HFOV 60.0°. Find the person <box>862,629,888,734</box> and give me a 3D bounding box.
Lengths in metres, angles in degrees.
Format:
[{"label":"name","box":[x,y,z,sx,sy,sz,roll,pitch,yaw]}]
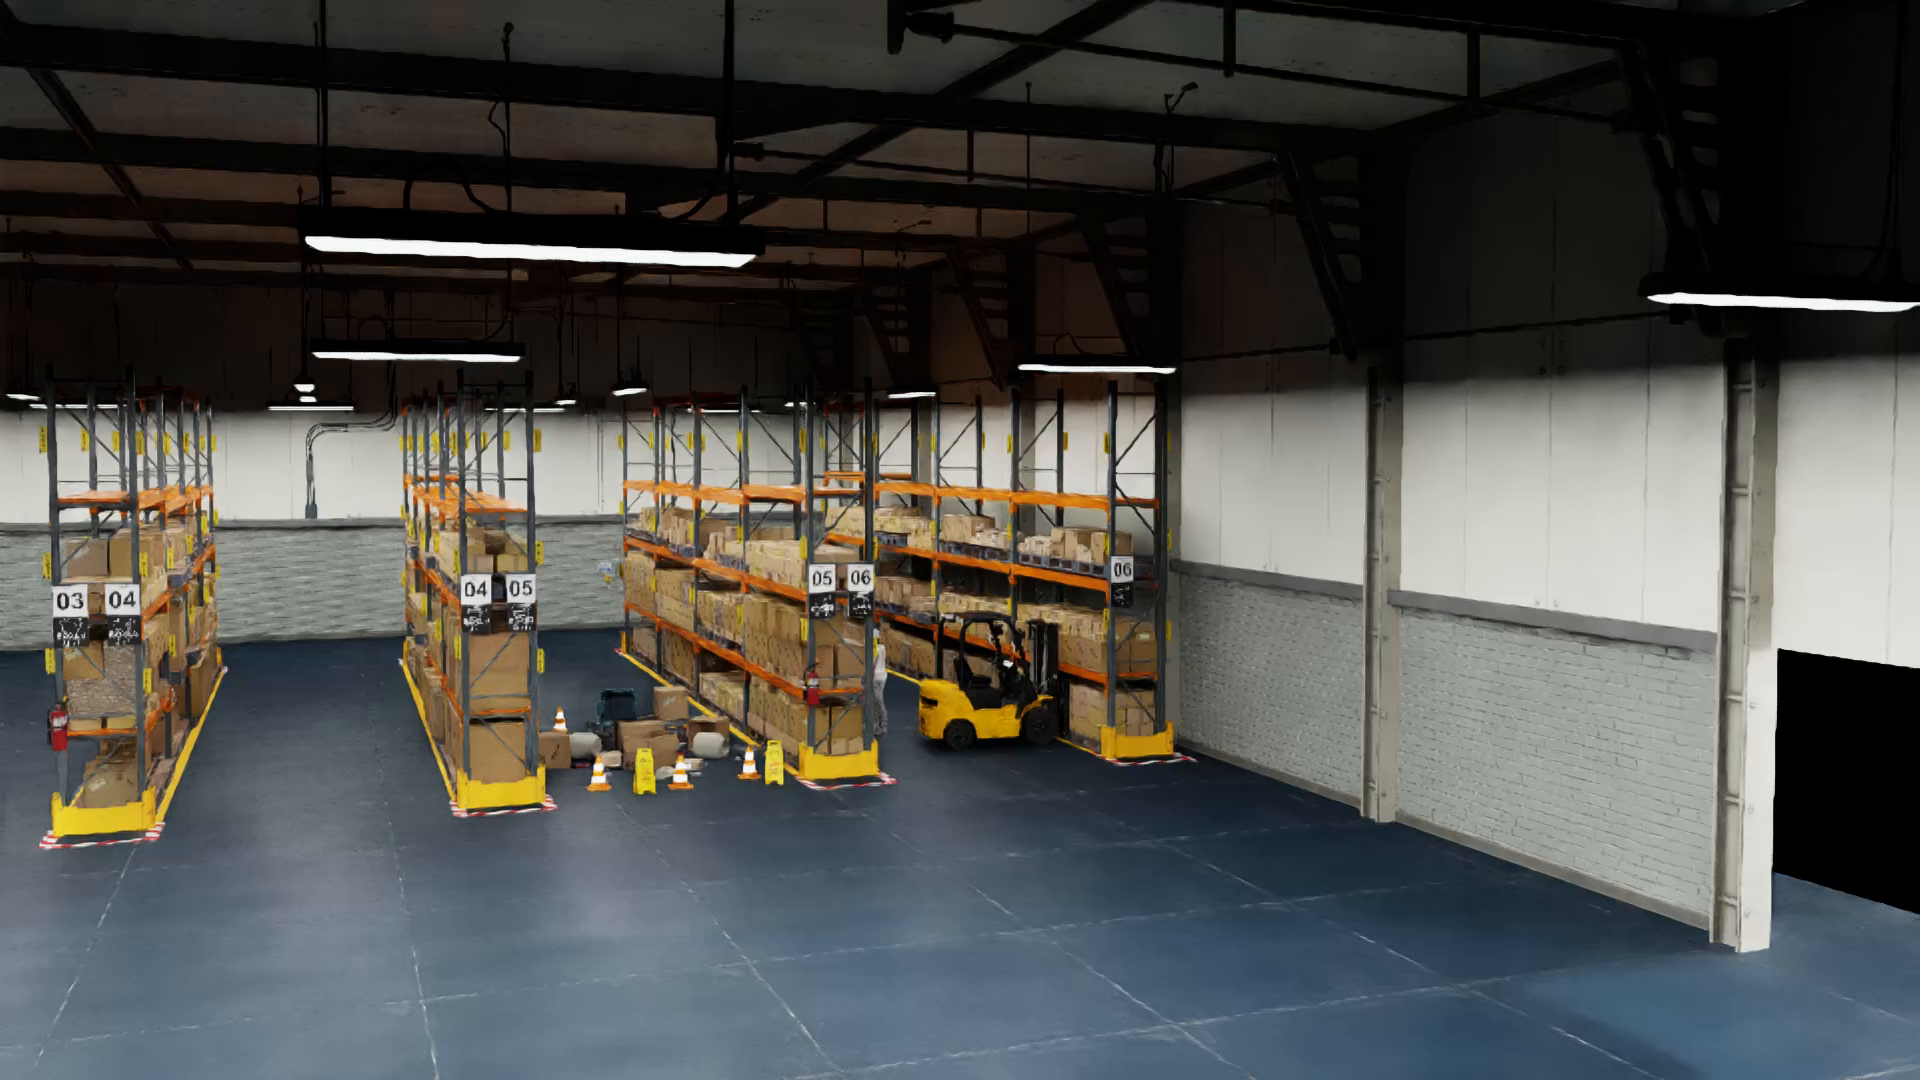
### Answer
[{"label":"person","box":[-1.488,2.418,28.676,0.568,1.784,0.668,1,3,11]}]
